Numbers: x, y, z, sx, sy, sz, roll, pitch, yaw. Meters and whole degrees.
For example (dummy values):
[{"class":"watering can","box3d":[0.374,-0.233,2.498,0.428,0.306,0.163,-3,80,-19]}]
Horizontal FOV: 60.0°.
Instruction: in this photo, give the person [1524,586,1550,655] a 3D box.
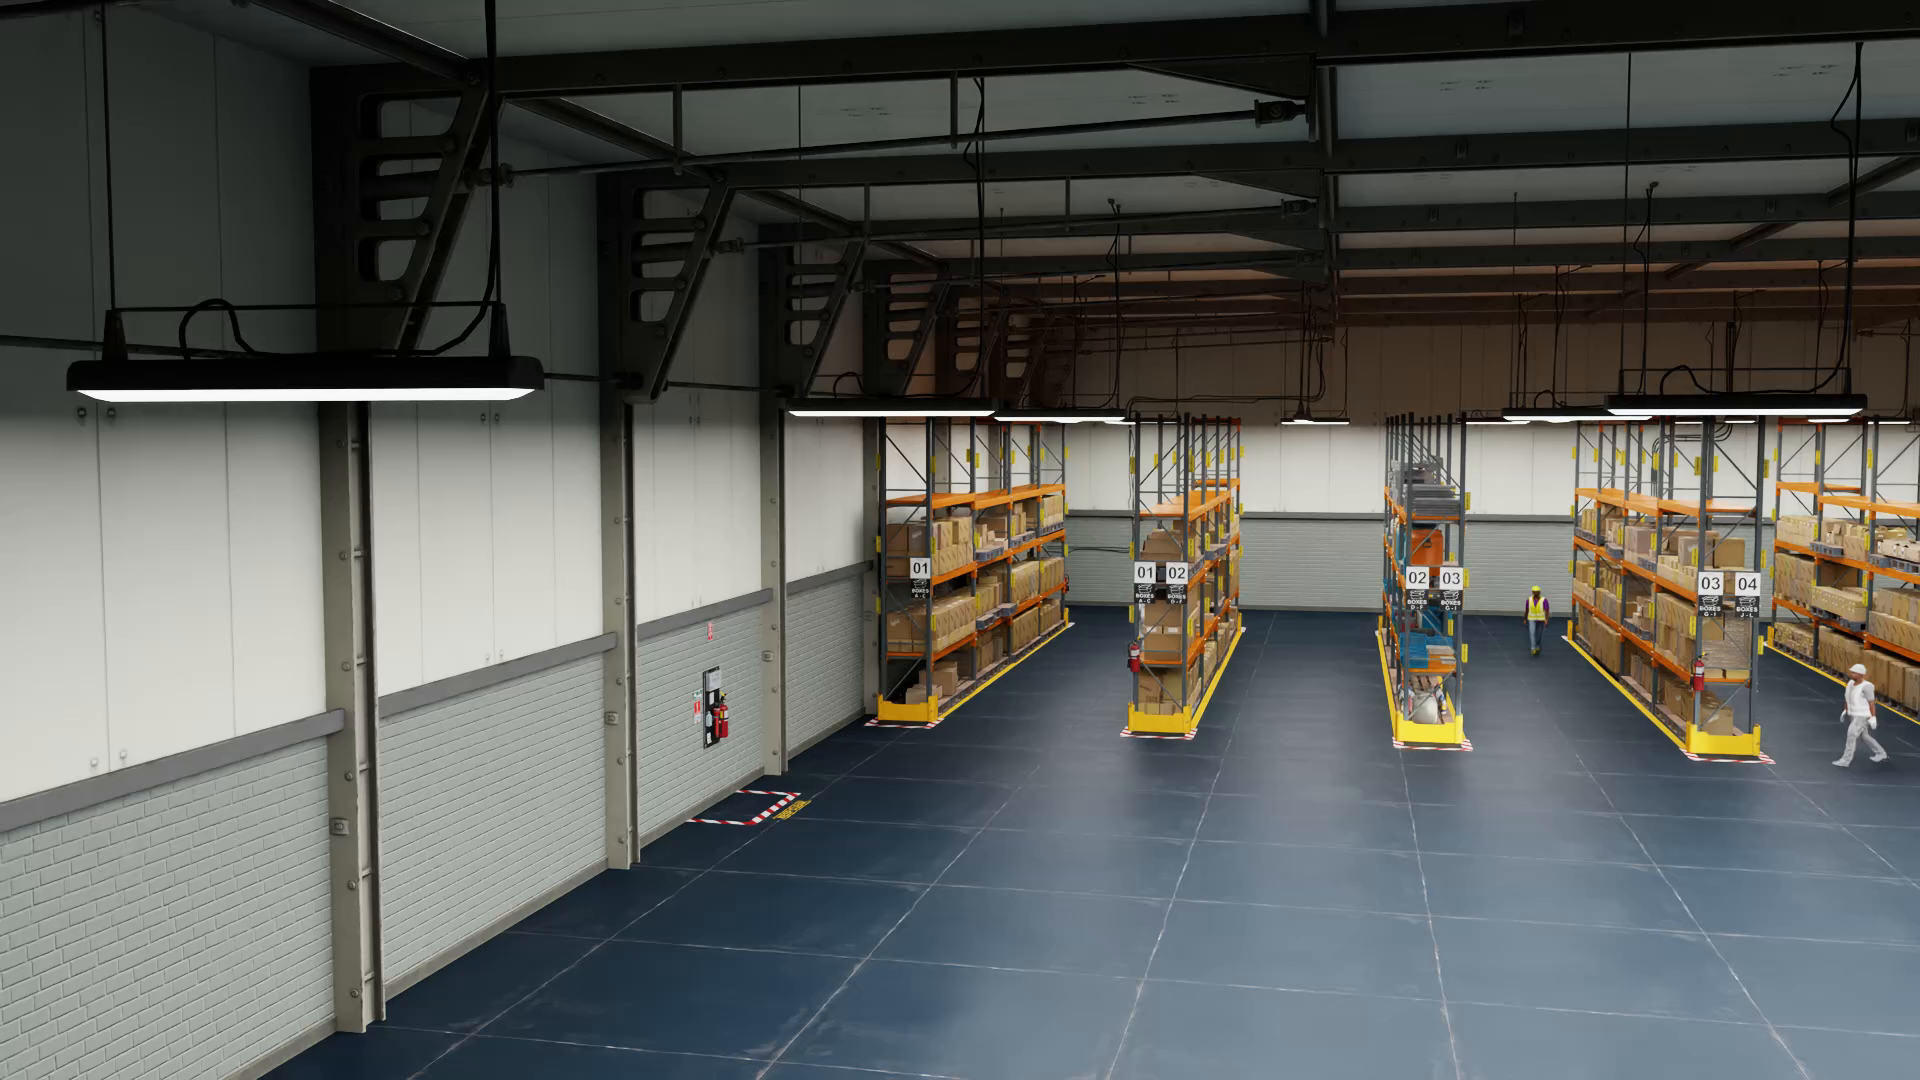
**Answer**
[{"class":"person","box3d":[14.555,2.018,41.934,0.579,1.708,1.085,1,4,14]}]

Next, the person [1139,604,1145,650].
[{"class":"person","box3d":[4.774,2.036,42.432,0.551,1.651,0.570,-1,4,-11]}]

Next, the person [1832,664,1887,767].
[{"class":"person","box3d":[15.178,2.952,28.037,1.053,1.744,0.608,0,4,-5]}]
